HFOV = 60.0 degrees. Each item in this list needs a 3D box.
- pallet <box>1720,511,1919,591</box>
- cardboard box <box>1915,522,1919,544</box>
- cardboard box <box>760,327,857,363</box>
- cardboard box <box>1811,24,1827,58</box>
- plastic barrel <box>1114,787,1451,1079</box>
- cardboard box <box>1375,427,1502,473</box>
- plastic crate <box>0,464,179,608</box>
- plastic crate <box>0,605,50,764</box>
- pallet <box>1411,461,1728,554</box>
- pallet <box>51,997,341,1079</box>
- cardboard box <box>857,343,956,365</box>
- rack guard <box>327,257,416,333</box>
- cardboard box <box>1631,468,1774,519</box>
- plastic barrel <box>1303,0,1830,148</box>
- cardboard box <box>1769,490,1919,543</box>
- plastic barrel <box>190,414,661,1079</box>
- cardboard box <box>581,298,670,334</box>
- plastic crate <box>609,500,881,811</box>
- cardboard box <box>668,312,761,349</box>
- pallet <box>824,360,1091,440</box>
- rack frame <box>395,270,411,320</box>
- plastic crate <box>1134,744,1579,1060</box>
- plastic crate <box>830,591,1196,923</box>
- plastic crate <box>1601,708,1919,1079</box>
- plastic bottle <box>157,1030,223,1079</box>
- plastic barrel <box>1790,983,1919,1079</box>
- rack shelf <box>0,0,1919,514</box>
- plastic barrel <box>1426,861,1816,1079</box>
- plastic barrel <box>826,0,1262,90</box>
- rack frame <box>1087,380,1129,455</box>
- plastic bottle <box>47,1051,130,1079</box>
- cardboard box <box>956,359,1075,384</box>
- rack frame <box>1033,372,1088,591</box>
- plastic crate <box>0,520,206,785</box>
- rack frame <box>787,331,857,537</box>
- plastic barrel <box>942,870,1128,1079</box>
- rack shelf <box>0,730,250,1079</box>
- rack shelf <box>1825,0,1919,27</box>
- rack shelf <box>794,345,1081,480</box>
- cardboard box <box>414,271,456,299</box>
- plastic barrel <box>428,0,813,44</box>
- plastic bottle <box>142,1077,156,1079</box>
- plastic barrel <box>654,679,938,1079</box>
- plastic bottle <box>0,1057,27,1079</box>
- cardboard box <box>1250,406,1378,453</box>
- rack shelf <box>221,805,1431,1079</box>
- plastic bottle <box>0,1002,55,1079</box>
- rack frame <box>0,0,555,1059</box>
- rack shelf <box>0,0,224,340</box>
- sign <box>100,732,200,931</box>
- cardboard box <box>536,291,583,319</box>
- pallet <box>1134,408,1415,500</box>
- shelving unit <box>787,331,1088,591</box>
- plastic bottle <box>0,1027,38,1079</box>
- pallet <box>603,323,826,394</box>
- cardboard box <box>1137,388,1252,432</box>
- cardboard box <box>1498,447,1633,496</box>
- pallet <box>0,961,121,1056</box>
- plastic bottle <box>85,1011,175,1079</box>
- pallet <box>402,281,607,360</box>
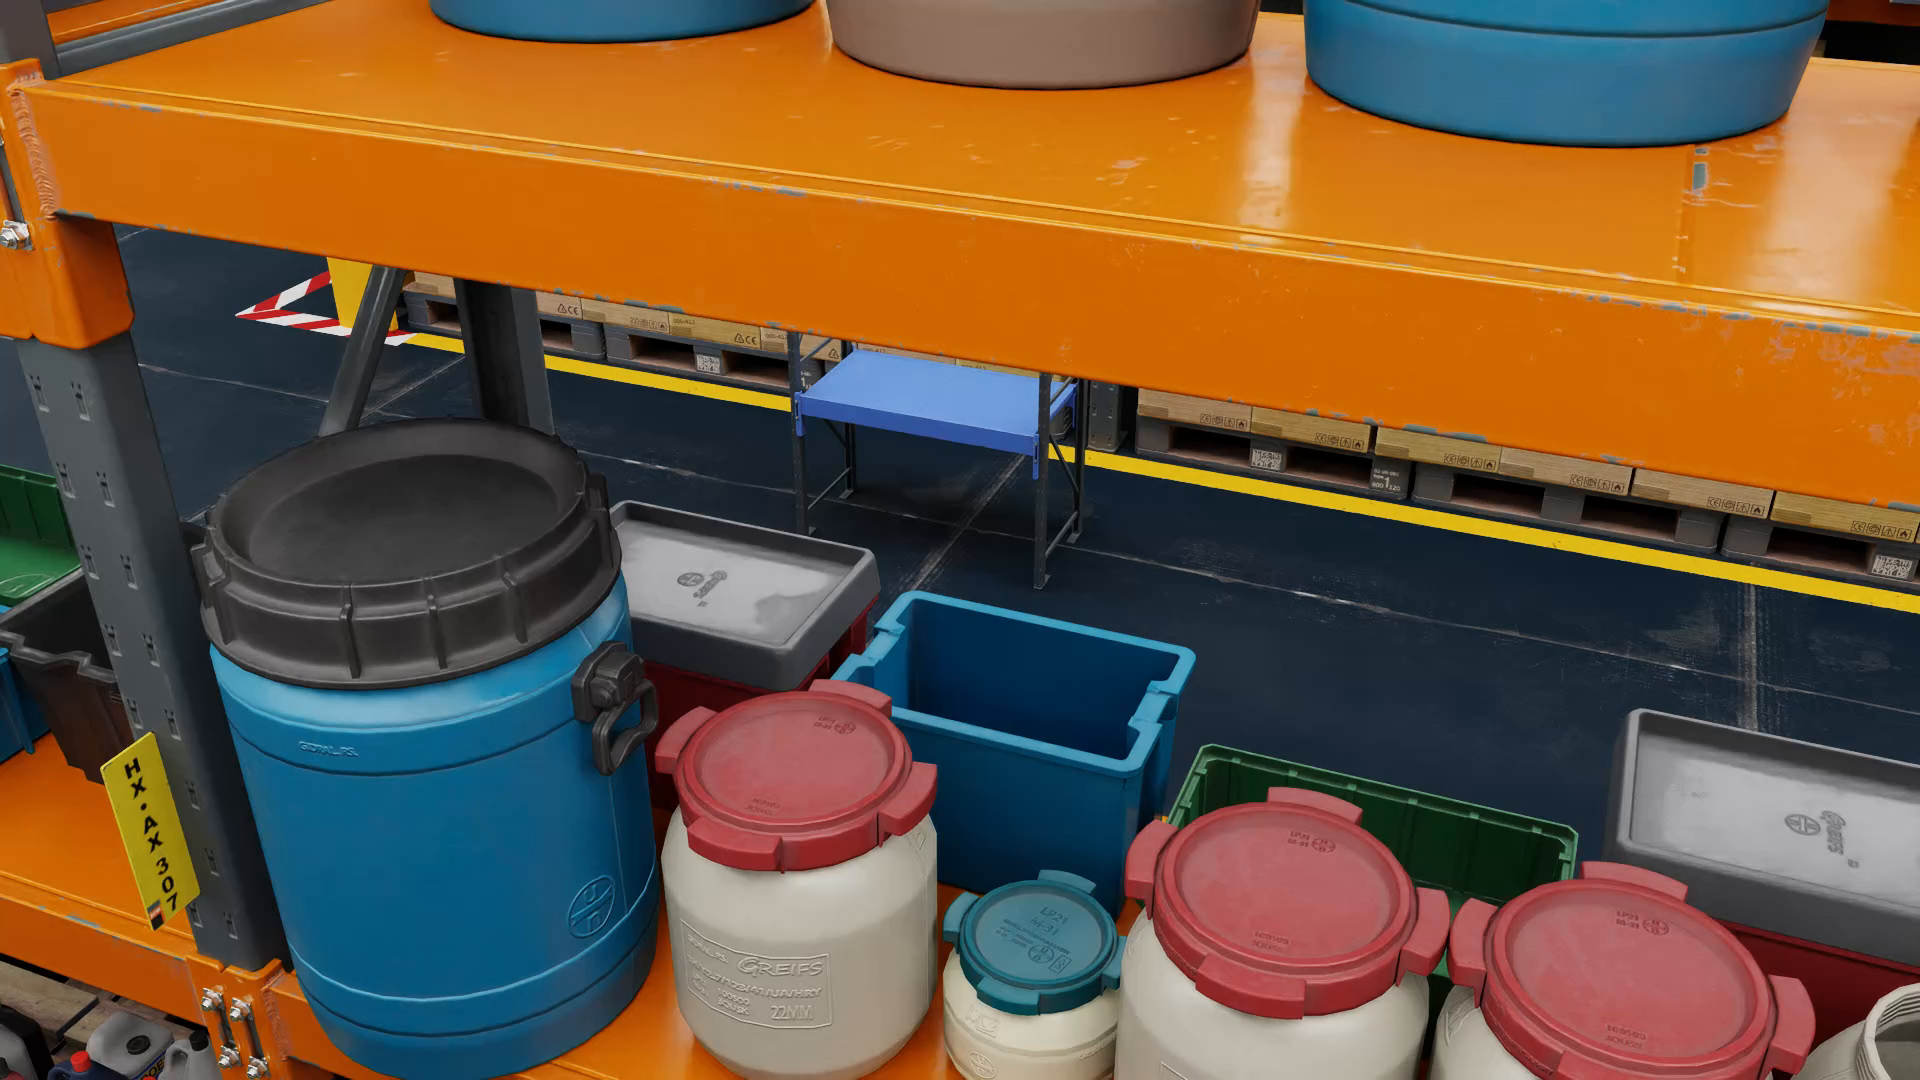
[{"bbox_3d":[3.775,-0.142,6.788,1.213,0.211,1.003,11,31,19],"label":"pallet"},{"bbox_3d":[3.944,-0.158,6.349,0.500,0.250,0.500,12,32,20],"label":"cardboard box"},{"bbox_3d":[-0.623,-1.081,7.982,0.500,0.250,0.500,11,31,19],"label":"cardboard box"},{"bbox_3d":[5.191,-3.119,10.551,0.500,0.250,0.500,12,32,20],"label":"cardboard box"},{"bbox_3d":[0.435,0.685,2.351,0.433,0.535,0.433,0,29,0],"label":"plastic barrel"},{"bbox_3d":[2.052,-0.535,7.015,0.500,0.250,0.500,10,31,18],"label":"cardboard box"},{"bbox_3d":[-2.201,0.044,3.839,0.662,0.188,0.450,11,31,19],"label":"plastic crate"},{"bbox_3d":[-2.176,0.315,3.295,0.616,0.251,0.499,11,31,19],"label":"plastic crate"},{"bbox_3d":[2.649,-0.369,7.188,1.213,0.211,1.003,11,31,19],"label":"pallet"},{"bbox_3d":[-1.655,1.402,4.055,1.213,0.211,1.003,11,31,19],"label":"pallet"},{"bbox_3d":[-0.155,-0.995,7.830,0.500,0.250,0.500,11,31,19],"label":"cardboard box"},{"bbox_3d":[-2.912,-1.583,9.042,0.348,0.500,1.175,11,31,19],"label":"rack guard"},{"bbox_3d":[3.000,-0.346,6.682,0.500,0.250,0.500,12,32,20],"label":"cardboard box"},{"bbox_3d":[0.716,-0.955,1.834,0.708,0.901,0.600,11,31,19],"label":"plastic barrel"},{"bbox_3d":[3.465,-0.252,6.515,0.500,0.250,0.500,11,31,19],"label":"cardboard box"},{"bbox_3d":[-0.805,0.323,2.621,0.708,0.901,0.600,11,31,19],"label":"plastic barrel"},{"bbox_3d":[-1.548,-1.268,8.312,0.500,0.250,0.500,11,31,19],"label":"cardboard box"},{"bbox_3d":[-0.485,0.254,3.188,0.583,0.464,0.402,11,31,19],"label":"plastic crate"},{"bbox_3d":[-1.087,-1.173,8.145,0.500,0.250,0.500,11,31,19],"label":"cardboard box"},{"bbox_3d":[0.096,-0.879,8.090,1.213,0.211,1.003,11,31,19],"label":"pallet"},{"bbox_3d":[-2.890,-2.666,8.419,0.127,3.000,1.000,11,31,19],"label":"rack frame"},{"bbox_3d":[0.671,0.617,2.825,0.662,0.188,0.450,11,31,19],"label":"plastic crate"},{"bbox_3d":[0.090,0.401,3.009,0.575,0.384,0.392,11,31,19],"label":"plastic crate"},{"bbox_3d":[1.275,0.605,2.566,0.583,0.464,0.402,11,31,19],"label":"plastic crate"},{"bbox_3d":[-1.700,1.240,3.753,0.185,0.351,0.144,11,31,19],"label":"plastic bottle"},{"bbox_3d":[1.234,0.852,2.081,0.421,0.512,0.421,0,29,0],"label":"plastic barrel"},{"bbox_3d":[0.804,-0.291,1.899,4.000,0.370,1.077,11,31,19],"label":"rack shelf"},{"bbox_3d":[0.836,0.765,2.210,0.433,0.535,0.433,0,29,0],"label":"plastic barrel"},{"bbox_3d":[0.110,-1.076,2.048,0.600,0.901,0.600,0,29,0],"label":"plastic barrel"},{"bbox_3d":[0.817,-1.926,7.110,0.127,3.000,1.000,11,31,19],"label":"rack frame"},{"bbox_3d":[-1.932,1.270,3.700,0.185,0.351,0.144,10,31,17],"label":"plastic bottle"},{"bbox_3d":[0.305,-0.898,7.658,0.500,0.250,0.500,11,31,19],"label":"cardboard box"},{"bbox_3d":[0.392,-0.575,6.242,0.032,1.500,0.500,11,31,19],"label":"rack frame"},{"bbox_3d":[-1.486,0.204,3.404,0.504,0.338,0.767,11,31,19],"label":"plastic crate"},{"bbox_3d":[-0.550,-0.763,6.575,0.032,1.500,0.500,11,31,19],"label":"rack frame"},{"bbox_3d":[0.120,0.707,2.592,0.301,0.262,0.301,0,29,0],"label":"plastic barrel"},{"bbox_3d":[-2.902,0.275,3.947,4.000,0.370,1.077,11,31,19],"label":"rack shelf"},{"bbox_3d":[4.529,-3.502,10.629,4.000,0.370,1.077,11,31,19],"label":"rack shelf"},{"bbox_3d":[-0.079,-0.512,6.497,1.000,0.185,0.538,11,31,19],"label":"rack shelf"},{"bbox_3d":[-2.476,-1.451,8.637,0.500,0.250,0.500,11,31,19],"label":"cardboard box"},{"bbox_3d":[-0.496,-1.197,2.262,0.708,0.901,0.600,11,31,19],"label":"plastic barrel"},{"bbox_3d":[-1.754,1.305,3.637,0.185,0.351,0.144,10,31,18],"label":"plastic bottle"},{"bbox_3d":[-0.245,0.549,2.592,0.433,0.535,0.433,0,29,0],"label":"plastic barrel"},{"bbox_3d":[-2.098,1.288,3.736,0.133,0.283,0.061,13,32,22],"label":"plastic bottle"},{"bbox_3d":[1.571,-0.629,7.183,0.500,0.250,0.500,12,32,20],"label":"cardboard box"},{"bbox_3d":[0.804,1.015,2.637,4.000,0.370,1.077,11,31,19],"label":"rack shelf"},{"bbox_3d":[-2.216,1.188,3.913,0.133,0.283,0.061,11,31,19],"label":"plastic bottle"},{"bbox_3d":[-1.050,0.333,3.112,0.053,2.616,0.949,11,31,19],"label":"rack frame"},{"bbox_3d":[-2.902,-1.031,3.209,4.000,0.370,1.077,11,31,19],"label":"rack shelf"},{"bbox_3d":[-1.266,0.460,2.607,0.005,0.325,0.100,11,31,19],"label":"sign"},{"bbox_3d":[-2.012,-1.361,8.476,0.500,0.250,0.500,11,31,19],"label":"cardboard box"},{"bbox_3d":[1.514,-0.594,7.586,1.213,0.211,1.003,11,31,19],"label":"pallet"},{"bbox_3d":[-0.079,-0.669,6.409,1.048,1.500,0.538,11,31,19],"label":"shelving unit"},{"bbox_3d":[-2.231,1.210,3.805,0.185,0.351,0.144,11,31,19],"label":"plastic bottle"},{"bbox_3d":[-1.039,-1.104,8.488,1.213,0.211,1.003,11,31,19],"label":"pallet"},{"bbox_3d":[1.098,-0.725,7.351,0.500,0.250,0.500,11,31,18],"label":"cardboard box"},{"bbox_3d":[2.523,-0.440,6.848,0.500,0.250,0.500,12,32,20],"label":"cardboard box"},{"bbox_3d":[-2.790,1.177,4.453,1.213,0.211,1.003,11,31,19],"label":"pallet"},{"bbox_3d":[-1.899,1.230,3.846,0.135,0.276,0.152,11,31,19],"label":"plastic bottle"},{"bbox_3d":[-2.165,-1.330,8.888,1.213,0.211,1.003,11,31,19],"label":"pallet"}]
